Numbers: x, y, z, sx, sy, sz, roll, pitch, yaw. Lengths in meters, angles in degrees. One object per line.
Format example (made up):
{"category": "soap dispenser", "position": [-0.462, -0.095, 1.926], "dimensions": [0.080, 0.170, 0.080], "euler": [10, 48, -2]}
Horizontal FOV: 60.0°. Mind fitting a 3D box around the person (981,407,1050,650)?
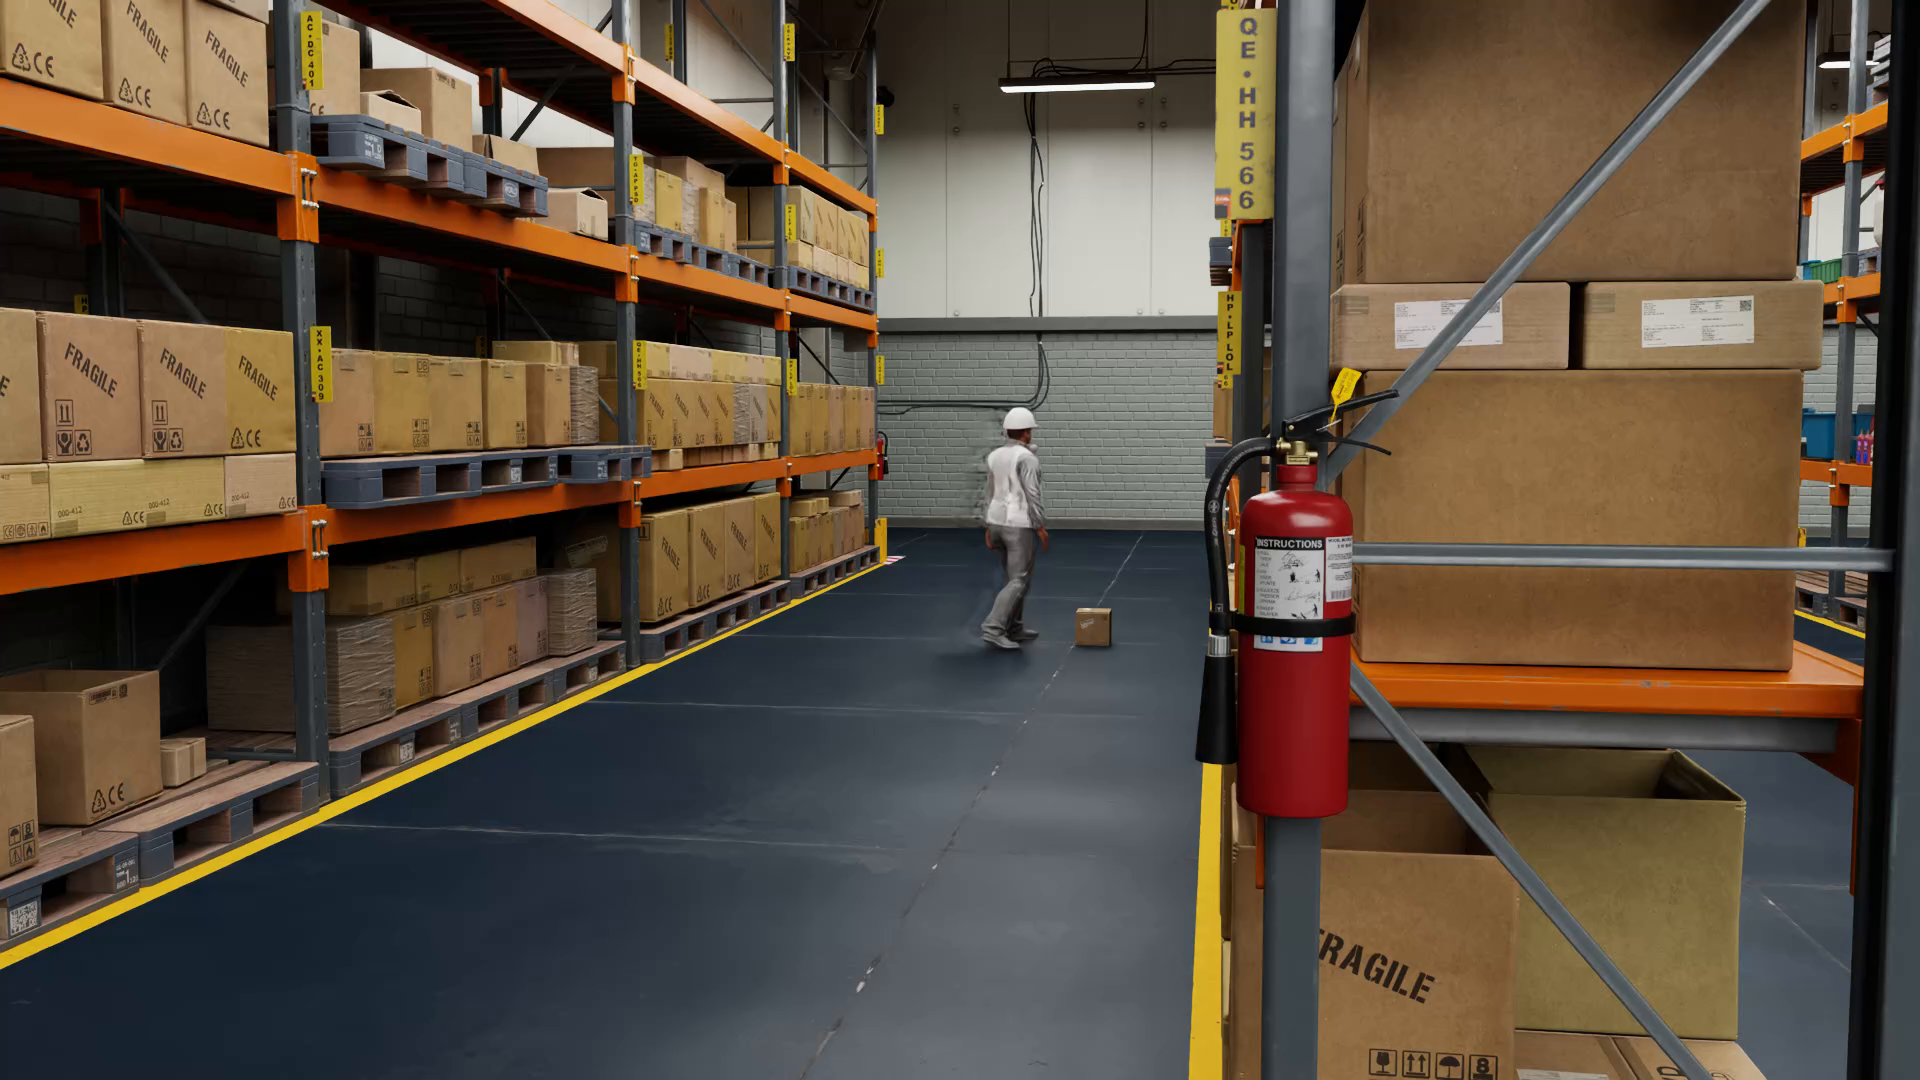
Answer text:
{"category": "person", "position": [0.388, -0.092, 12.235], "dimensions": [0.718, 1.763, 0.595], "euler": [-3, 5, -35]}
